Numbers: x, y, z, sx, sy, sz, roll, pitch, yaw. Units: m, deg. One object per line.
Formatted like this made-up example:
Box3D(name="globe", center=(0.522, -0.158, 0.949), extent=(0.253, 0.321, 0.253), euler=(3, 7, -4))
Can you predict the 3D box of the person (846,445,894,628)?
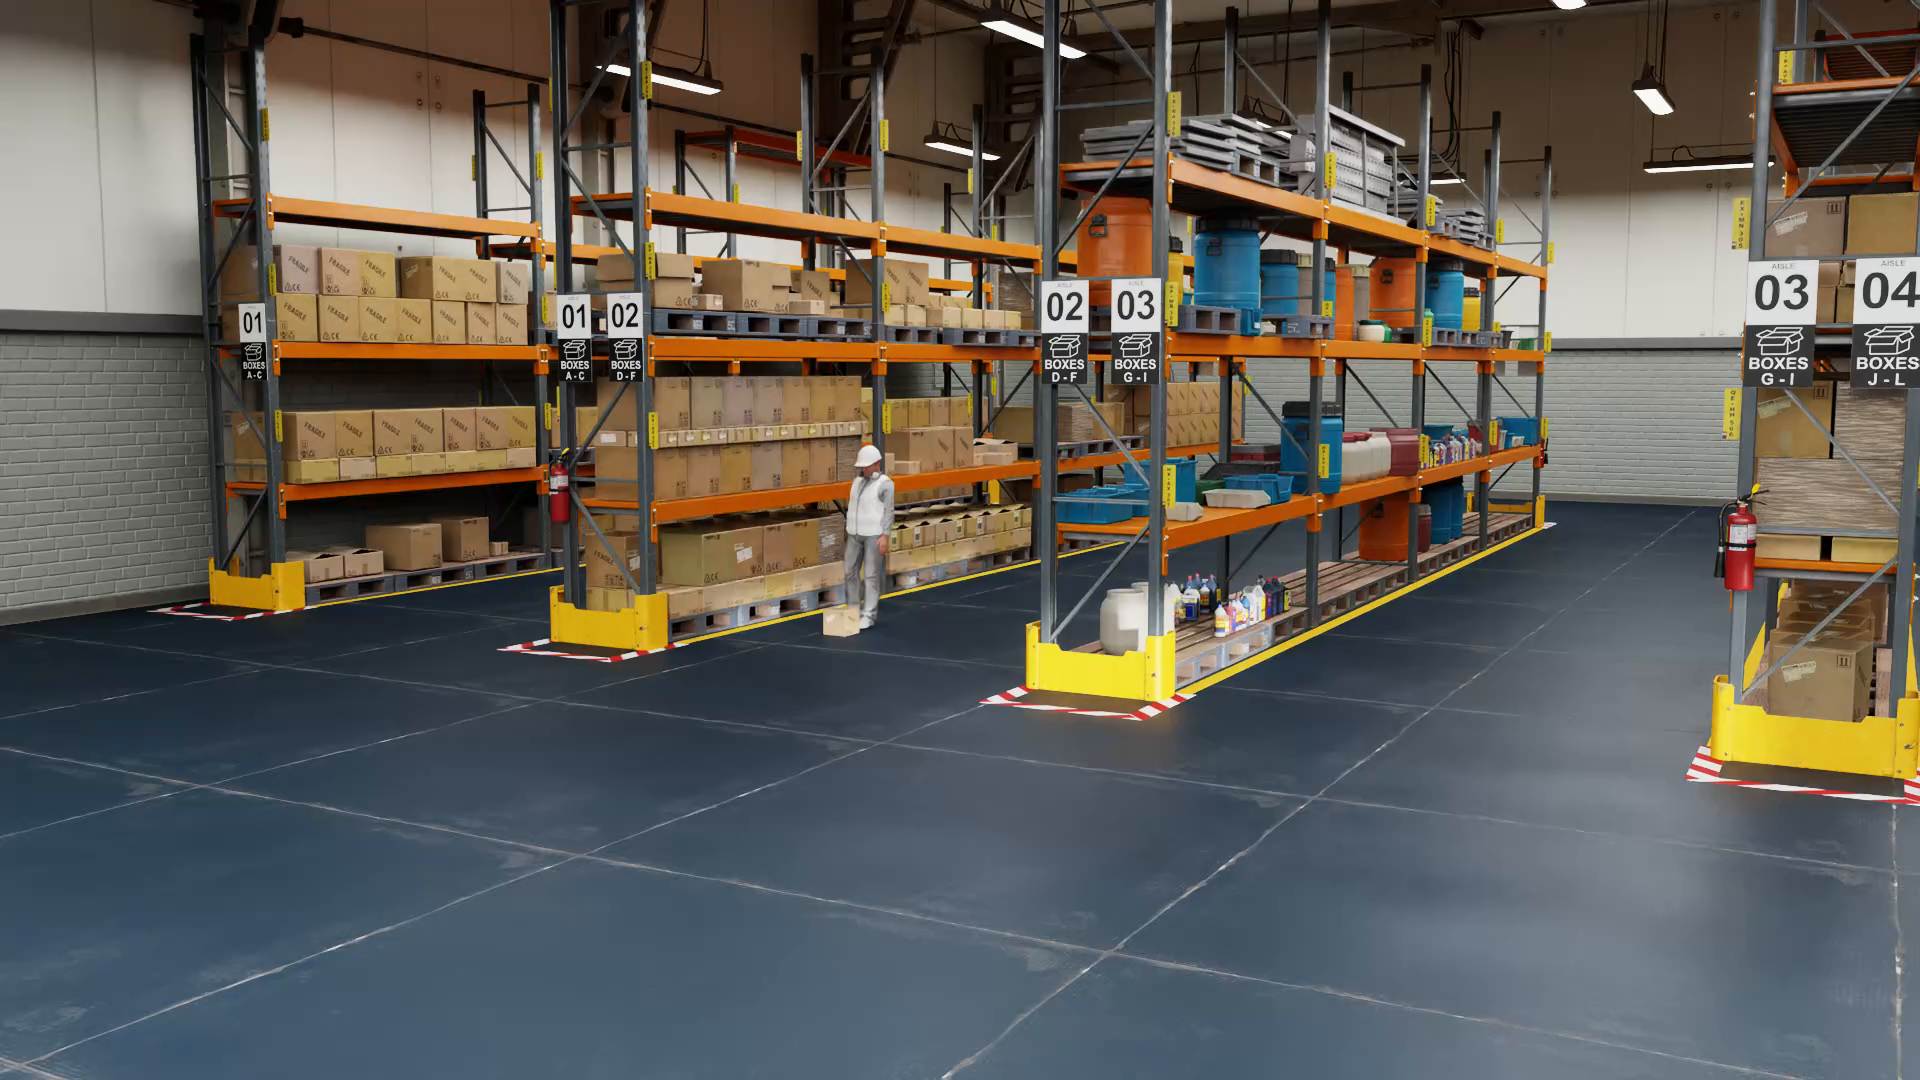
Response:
Box3D(name="person", center=(-0.968, -0.016, 16.229), extent=(0.532, 1.819, 0.471), euler=(4, 7, 34))
